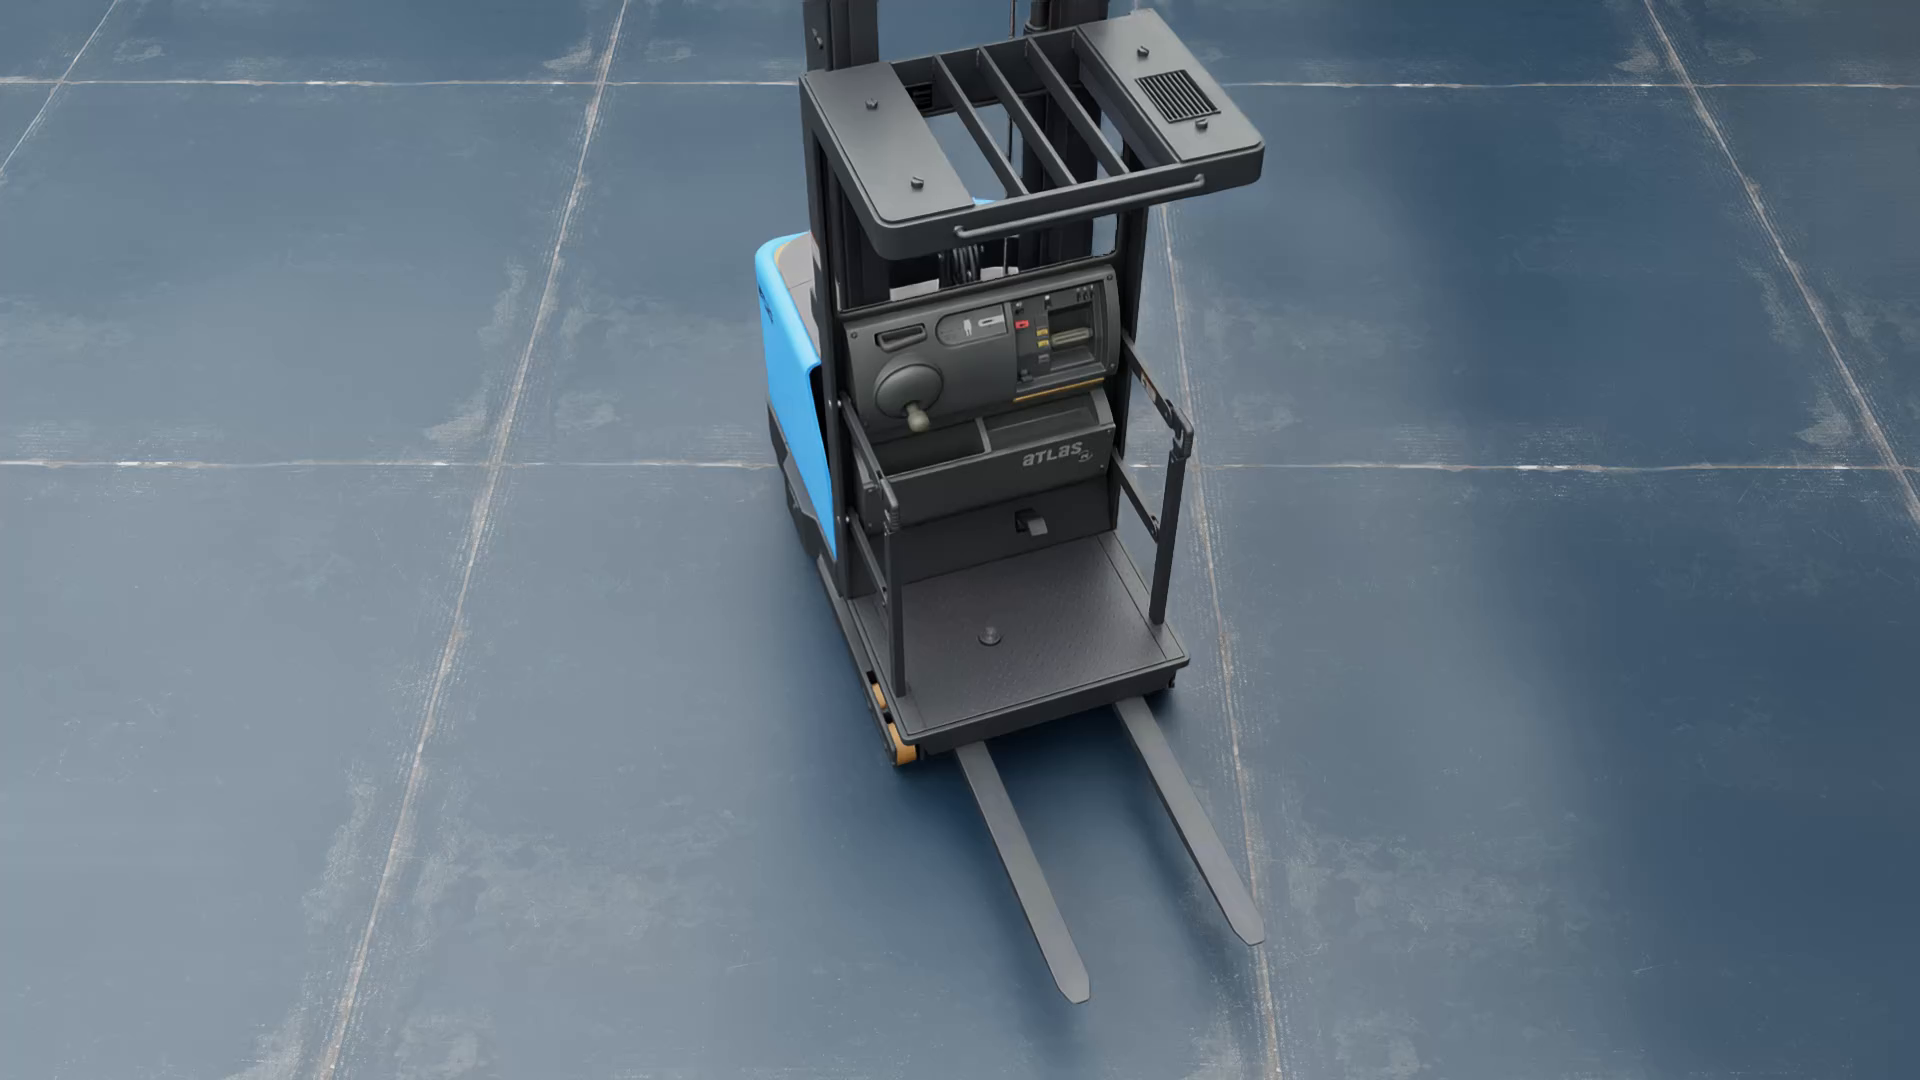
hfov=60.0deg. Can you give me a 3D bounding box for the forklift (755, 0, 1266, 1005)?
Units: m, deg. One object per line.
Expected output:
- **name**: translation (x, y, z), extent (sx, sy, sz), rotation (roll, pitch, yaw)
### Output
- **forklift**: translation (0.160, -0.525, 5.317), extent (1.130, 2.935, 3.031), rotation (-15, 49, -13)
